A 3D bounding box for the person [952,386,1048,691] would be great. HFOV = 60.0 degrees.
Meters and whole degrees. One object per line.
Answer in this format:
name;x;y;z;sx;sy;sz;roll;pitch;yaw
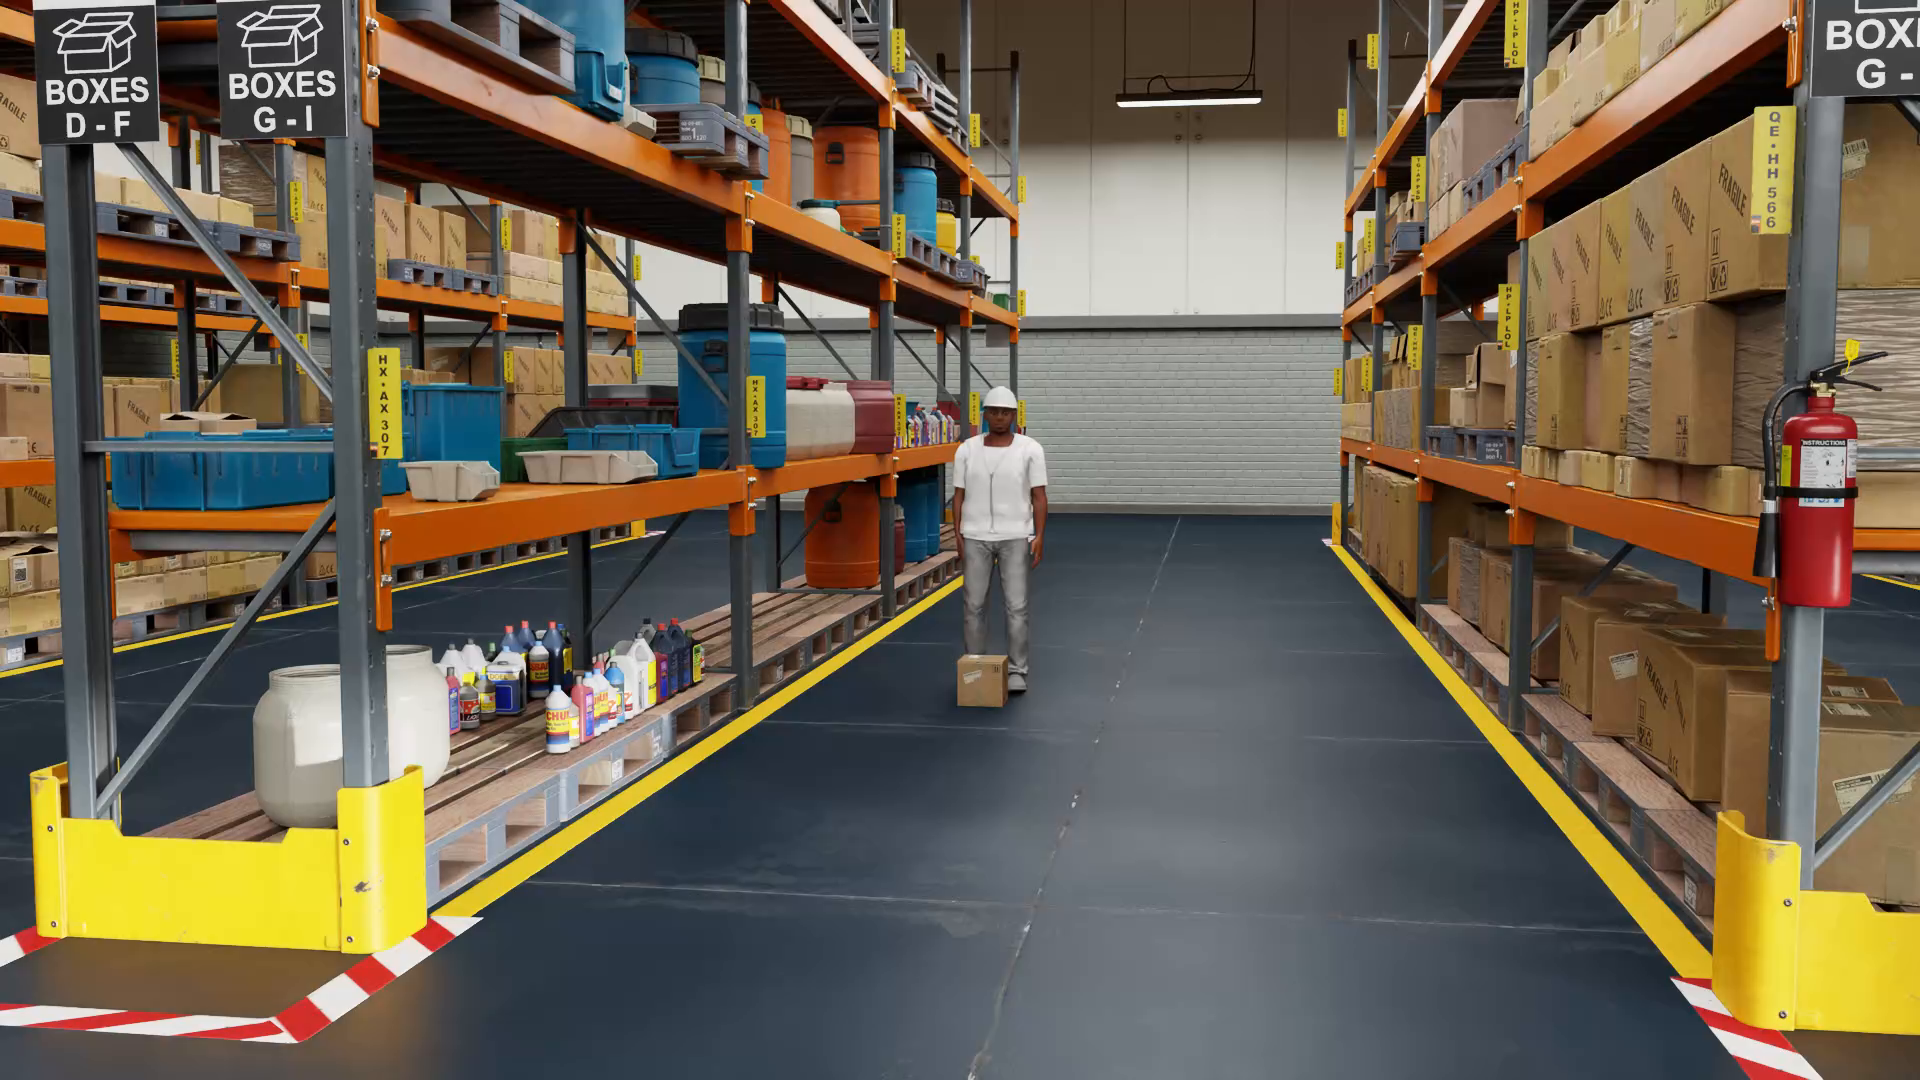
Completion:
person;0.225;-0.001;9.645;0.563;1.776;0.360;1;5;10
